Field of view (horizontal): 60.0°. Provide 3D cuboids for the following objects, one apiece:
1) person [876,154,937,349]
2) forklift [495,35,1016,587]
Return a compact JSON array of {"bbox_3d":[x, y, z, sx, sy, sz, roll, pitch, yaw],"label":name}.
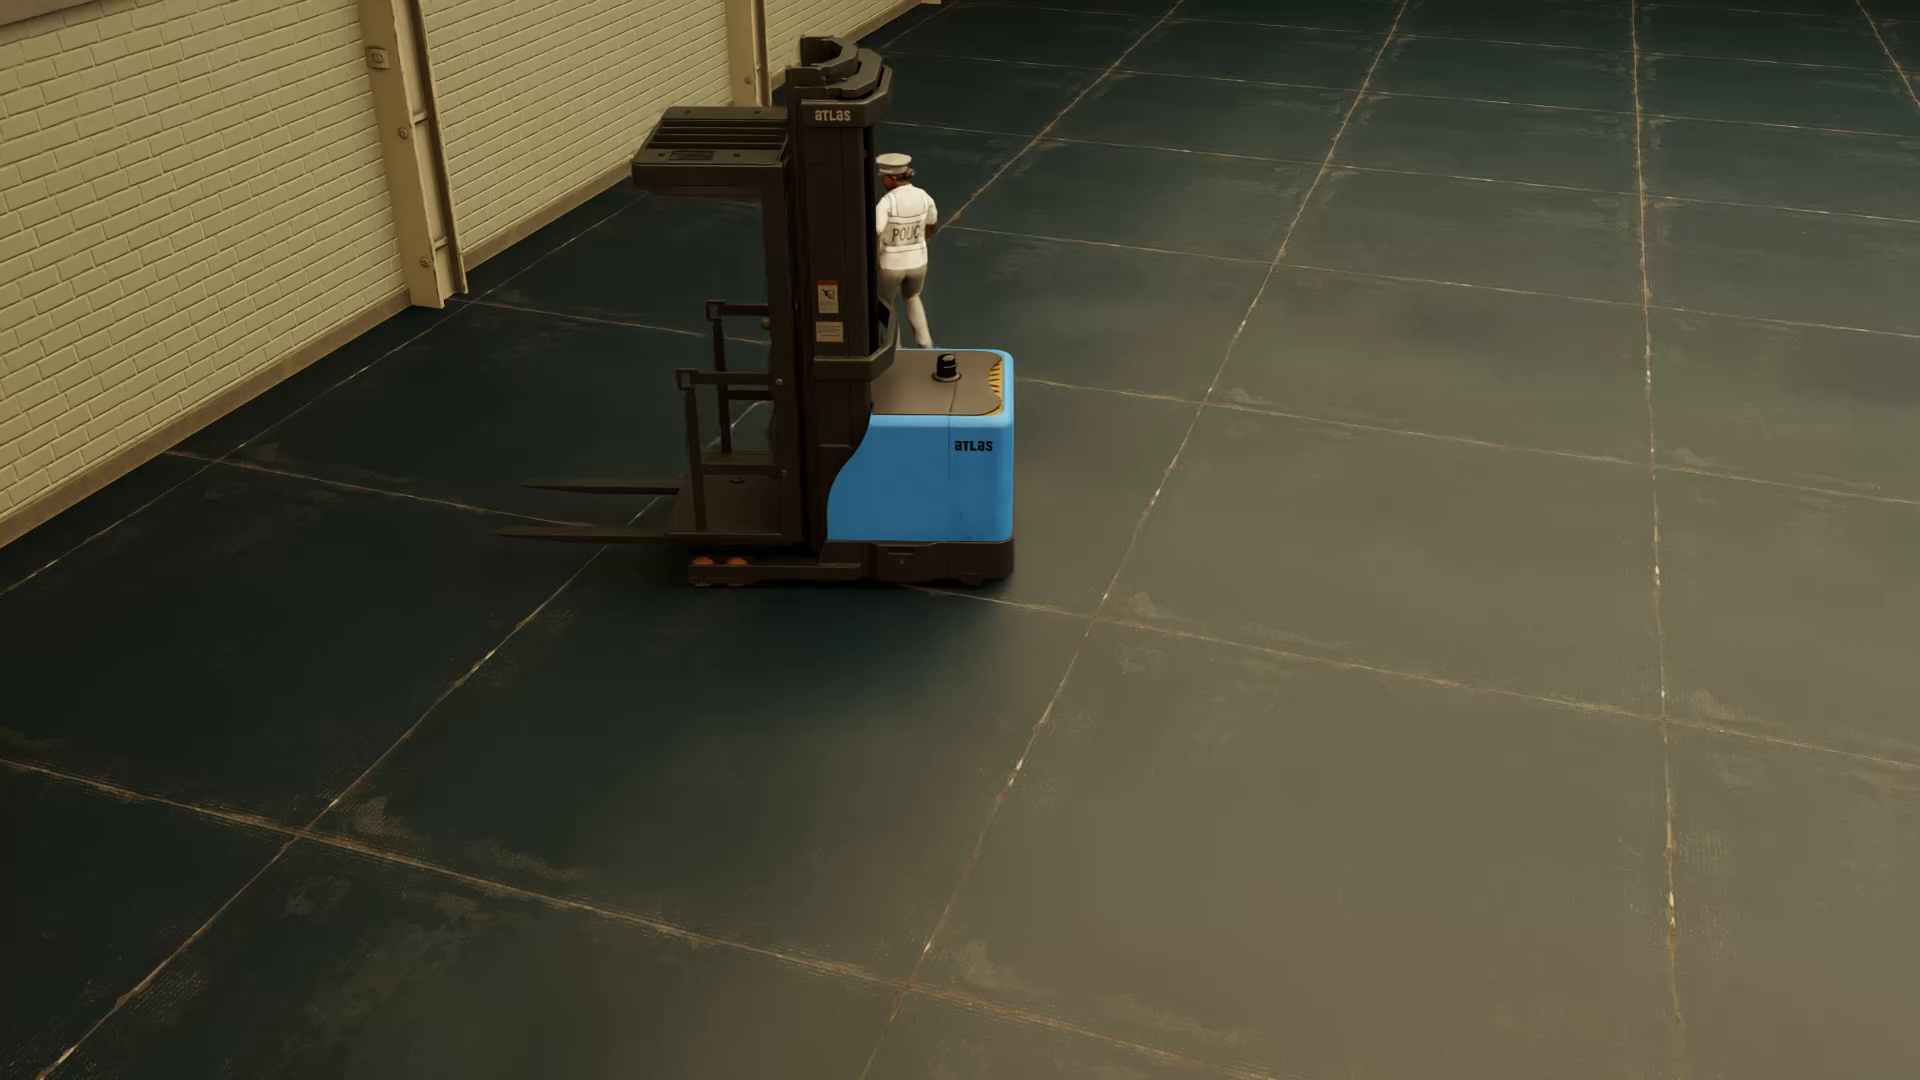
[{"bbox_3d":[-0.486,-1.969,11.916,0.685,1.629,0.453,-13,32,-21],"label":"person"},{"bbox_3d":[-1.194,-1.262,9.351,3.031,2.935,1.130,1,30,1],"label":"forklift"}]
